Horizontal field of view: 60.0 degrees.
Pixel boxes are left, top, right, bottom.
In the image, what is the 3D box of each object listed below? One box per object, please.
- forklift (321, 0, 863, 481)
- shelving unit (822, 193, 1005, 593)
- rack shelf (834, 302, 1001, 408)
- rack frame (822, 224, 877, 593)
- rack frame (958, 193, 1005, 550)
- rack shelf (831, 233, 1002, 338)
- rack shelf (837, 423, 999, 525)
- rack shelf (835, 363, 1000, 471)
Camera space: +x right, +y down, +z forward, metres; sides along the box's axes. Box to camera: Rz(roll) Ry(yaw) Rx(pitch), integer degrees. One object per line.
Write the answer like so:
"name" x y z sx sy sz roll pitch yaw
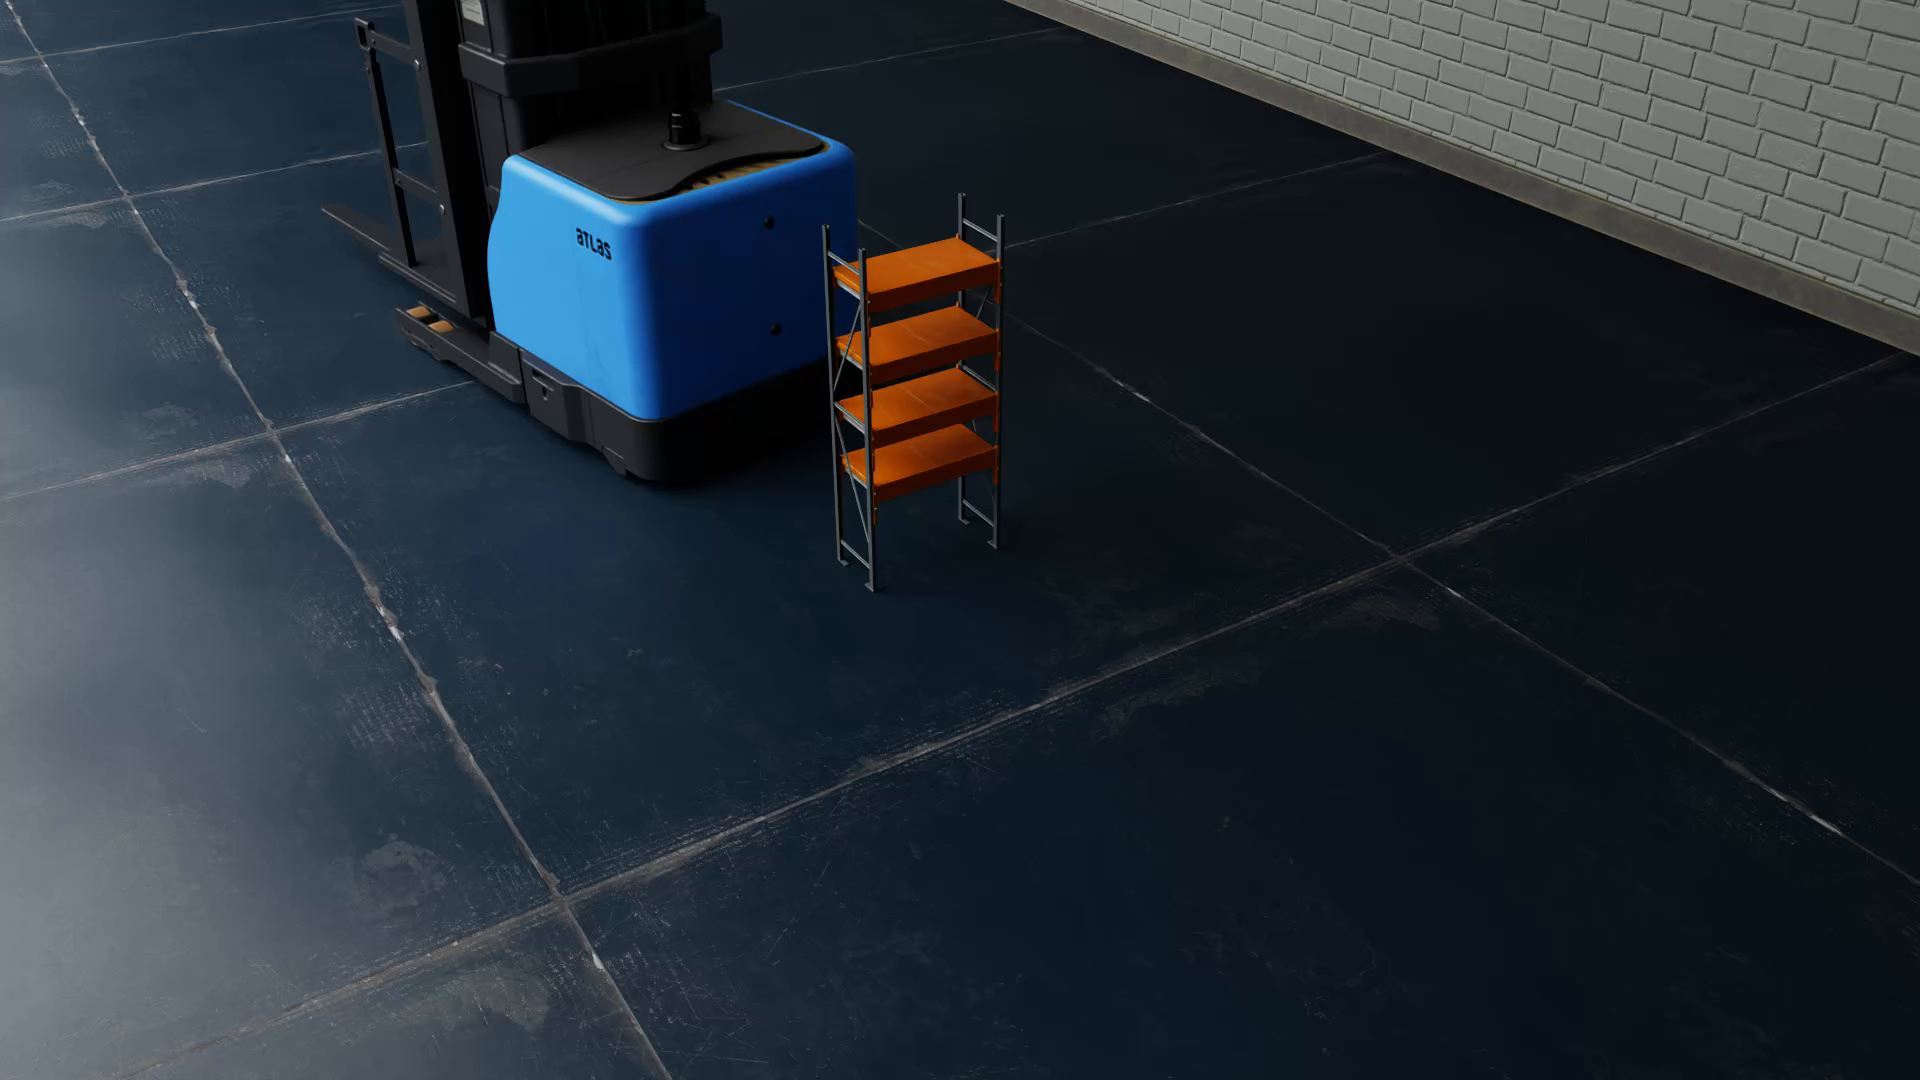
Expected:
"forklift" -1.733 -2.149 6.410 1.130 2.935 3.031 -26 41 -35
"shelving unit" -0.139 -0.460 5.354 0.503 1.200 0.258 -19 37 -27
"rack shelf" -0.139 -0.592 5.271 0.480 0.148 0.258 -19 37 -27
"rack frame" -0.344 -0.389 5.242 0.015 1.200 0.240 -19 37 -27
"rack frame" 0.066 -0.530 5.466 0.015 1.200 0.240 -19 37 -27
"rack shelf" -0.139 -0.792 5.144 0.480 0.148 0.258 -19 37 -27
"rack shelf" -0.139 -0.235 5.496 0.480 0.148 0.258 -19 37 -27
"rack shelf" -0.139 -0.403 5.390 0.480 0.148 0.258 -19 37 -27
